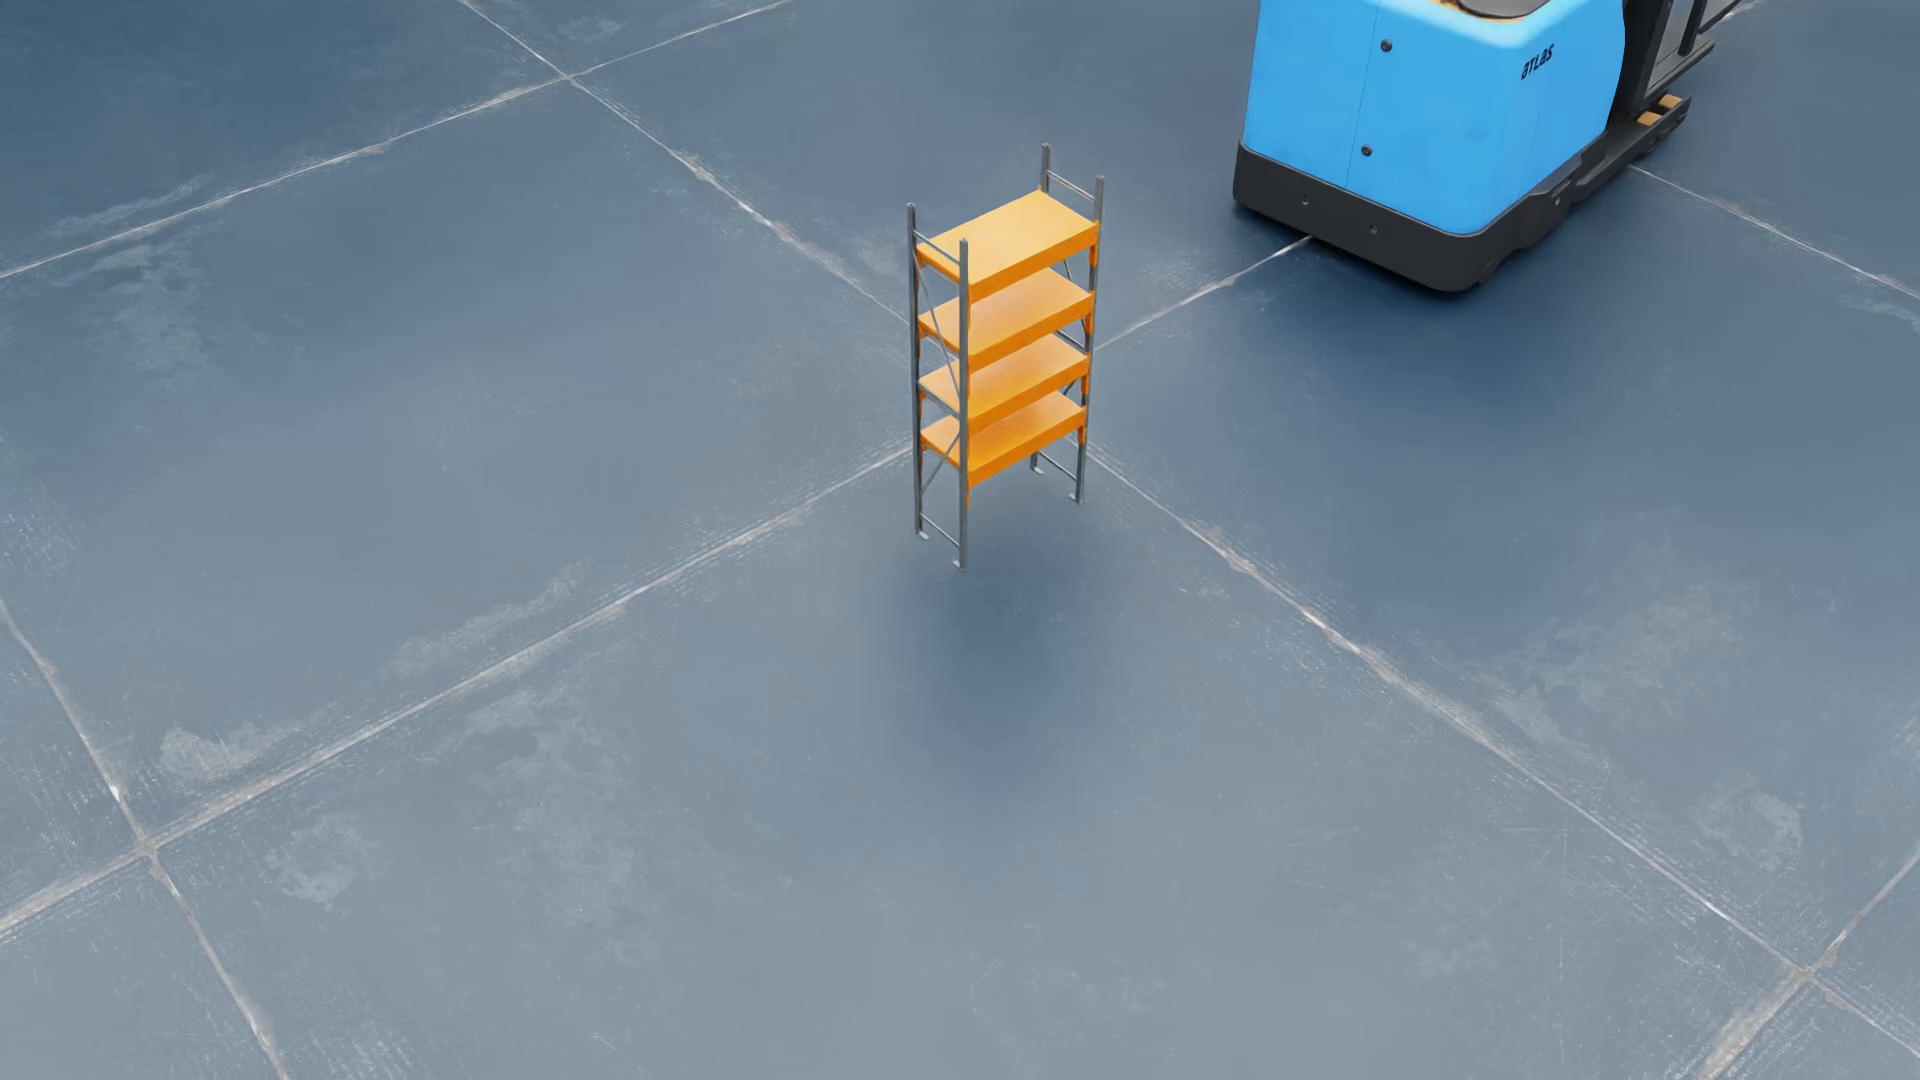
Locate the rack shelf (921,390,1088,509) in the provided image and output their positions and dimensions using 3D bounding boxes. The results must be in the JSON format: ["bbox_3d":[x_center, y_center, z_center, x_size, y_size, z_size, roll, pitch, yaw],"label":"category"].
[{"bbox_3d":[0.127,-0.316,5.099,0.480,0.148,0.258,-30,51,-28],"label":"rack shelf"}]

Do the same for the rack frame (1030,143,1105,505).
[{"bbox_3d":[0.314,-0.617,5.031,0.015,1.200,0.240,-30,51,-28],"label":"rack frame"}]

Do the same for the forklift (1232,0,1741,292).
[{"bbox_3d":[2.445,-2.906,6.203,1.130,2.935,3.031,32,52,29],"label":"forklift"}]

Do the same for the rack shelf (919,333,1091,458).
[{"bbox_3d":[0.127,-0.461,4.963,0.480,0.148,0.258,-30,51,-28],"label":"rack shelf"}]

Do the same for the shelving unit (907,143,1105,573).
[{"bbox_3d":[0.127,-0.510,4.917,0.503,1.200,0.258,-30,51,-28],"label":"shelving unit"}]

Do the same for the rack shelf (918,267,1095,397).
[{"bbox_3d":[0.127,-0.624,4.810,0.480,0.148,0.258,-30,51,-28],"label":"rack shelf"}]

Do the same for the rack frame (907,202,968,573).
[{"bbox_3d":[-0.060,-0.403,4.803,0.015,1.200,0.240,-30,51,-28],"label":"rack frame"}]

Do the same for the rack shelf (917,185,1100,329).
[{"bbox_3d":[0.127,-0.796,4.648,0.480,0.148,0.258,-30,51,-28],"label":"rack shelf"}]
